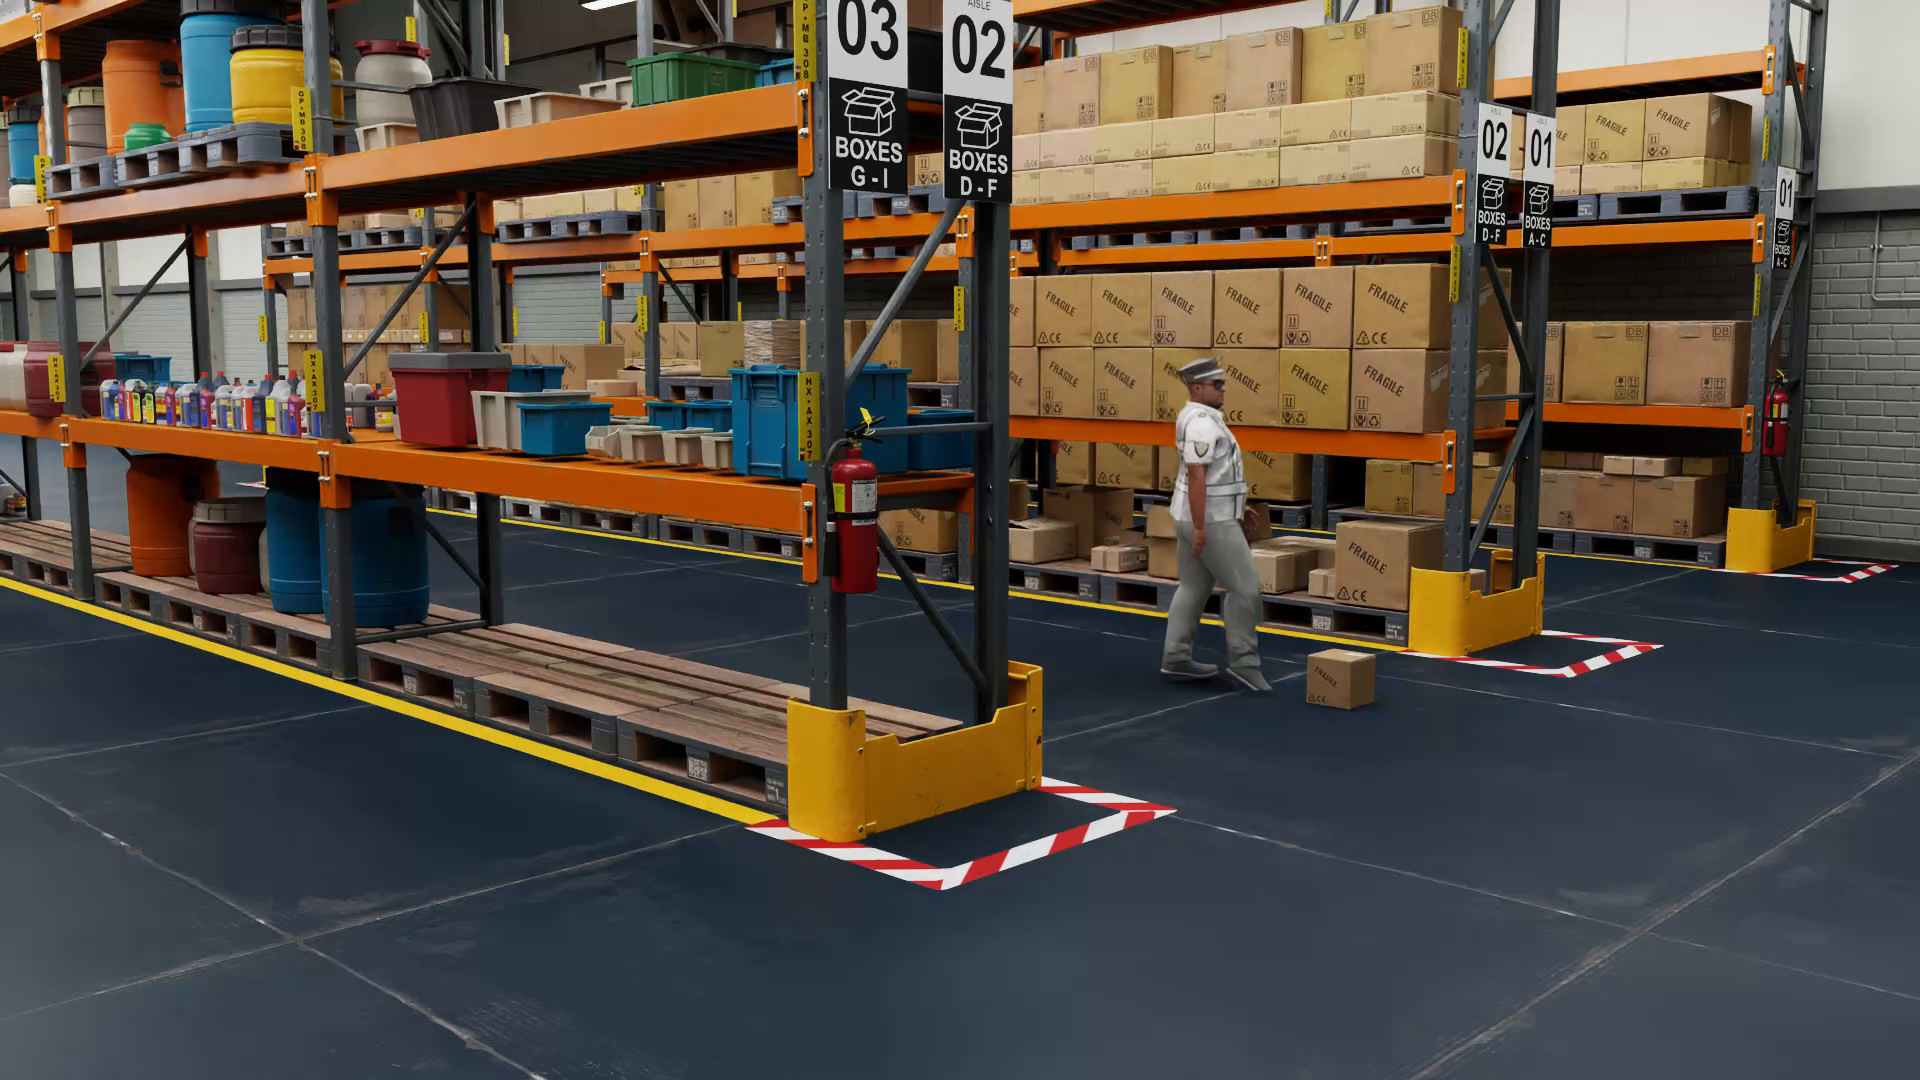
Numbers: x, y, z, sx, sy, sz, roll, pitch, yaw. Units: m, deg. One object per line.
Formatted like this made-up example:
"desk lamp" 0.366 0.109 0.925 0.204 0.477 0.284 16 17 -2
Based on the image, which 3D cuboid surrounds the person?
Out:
"person" 1.405 -0.066 8.941 0.616 1.850 0.555 -1 7 -5
